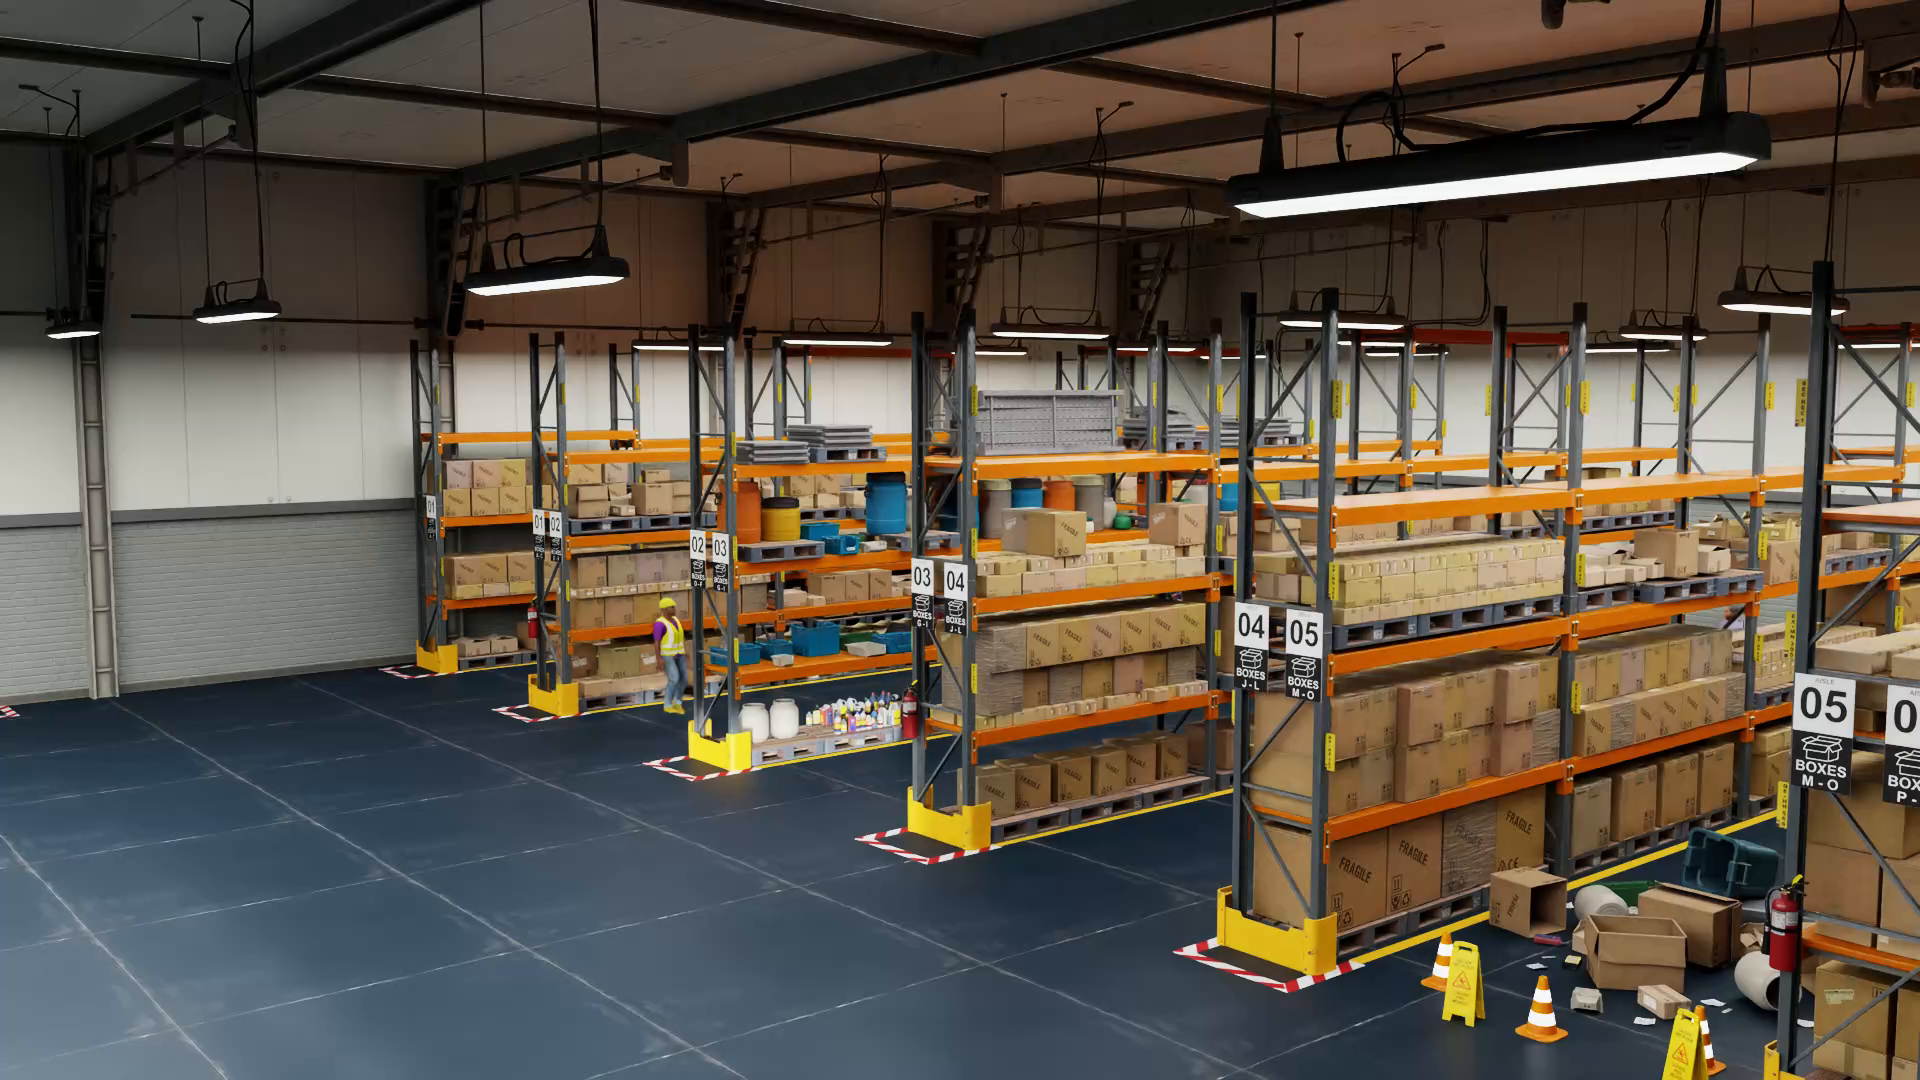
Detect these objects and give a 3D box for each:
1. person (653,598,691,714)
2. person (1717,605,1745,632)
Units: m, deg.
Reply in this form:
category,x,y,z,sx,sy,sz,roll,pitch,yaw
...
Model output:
category,x,y,z,sx,sy,sz,roll,pitch,yaw
person,-4.326,1.754,24.957,0.495,1.789,0.641,4,7,40
person,12.546,1.844,27.160,1.014,1.578,0.564,-5,7,-43
